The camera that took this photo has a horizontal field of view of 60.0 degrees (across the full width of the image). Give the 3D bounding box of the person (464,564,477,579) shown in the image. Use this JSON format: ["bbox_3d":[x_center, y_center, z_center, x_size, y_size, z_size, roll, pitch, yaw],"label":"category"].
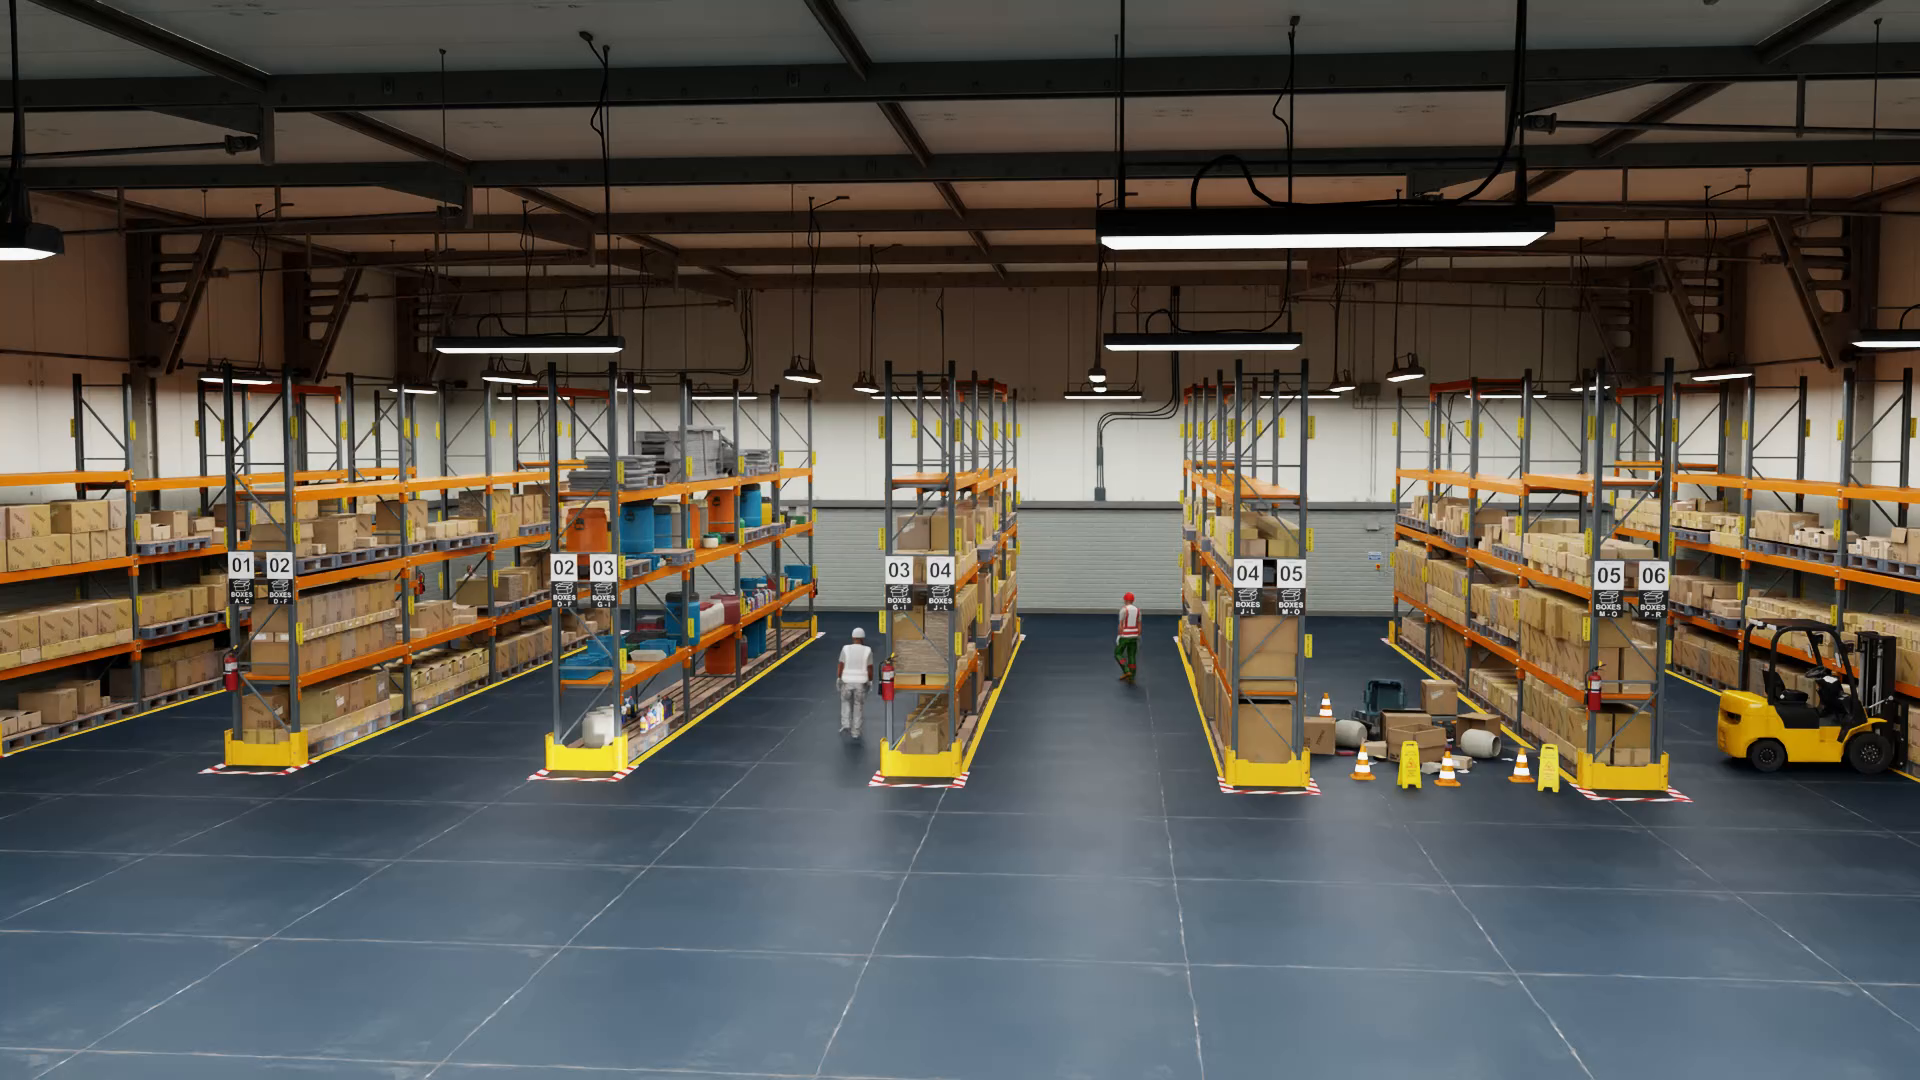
[{"bbox_3d":[-12.632,1.393,42.890,0.930,1.552,0.410,1,4,14],"label":"person"}]

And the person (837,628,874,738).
[{"bbox_3d":[-1.707,2.320,27.094,0.605,1.782,0.457,0,4,3],"label":"person"}]

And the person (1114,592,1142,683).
[{"bbox_3d":[3.368,1.940,33.012,0.598,1.791,0.485,-2,4,-29],"label":"person"}]
